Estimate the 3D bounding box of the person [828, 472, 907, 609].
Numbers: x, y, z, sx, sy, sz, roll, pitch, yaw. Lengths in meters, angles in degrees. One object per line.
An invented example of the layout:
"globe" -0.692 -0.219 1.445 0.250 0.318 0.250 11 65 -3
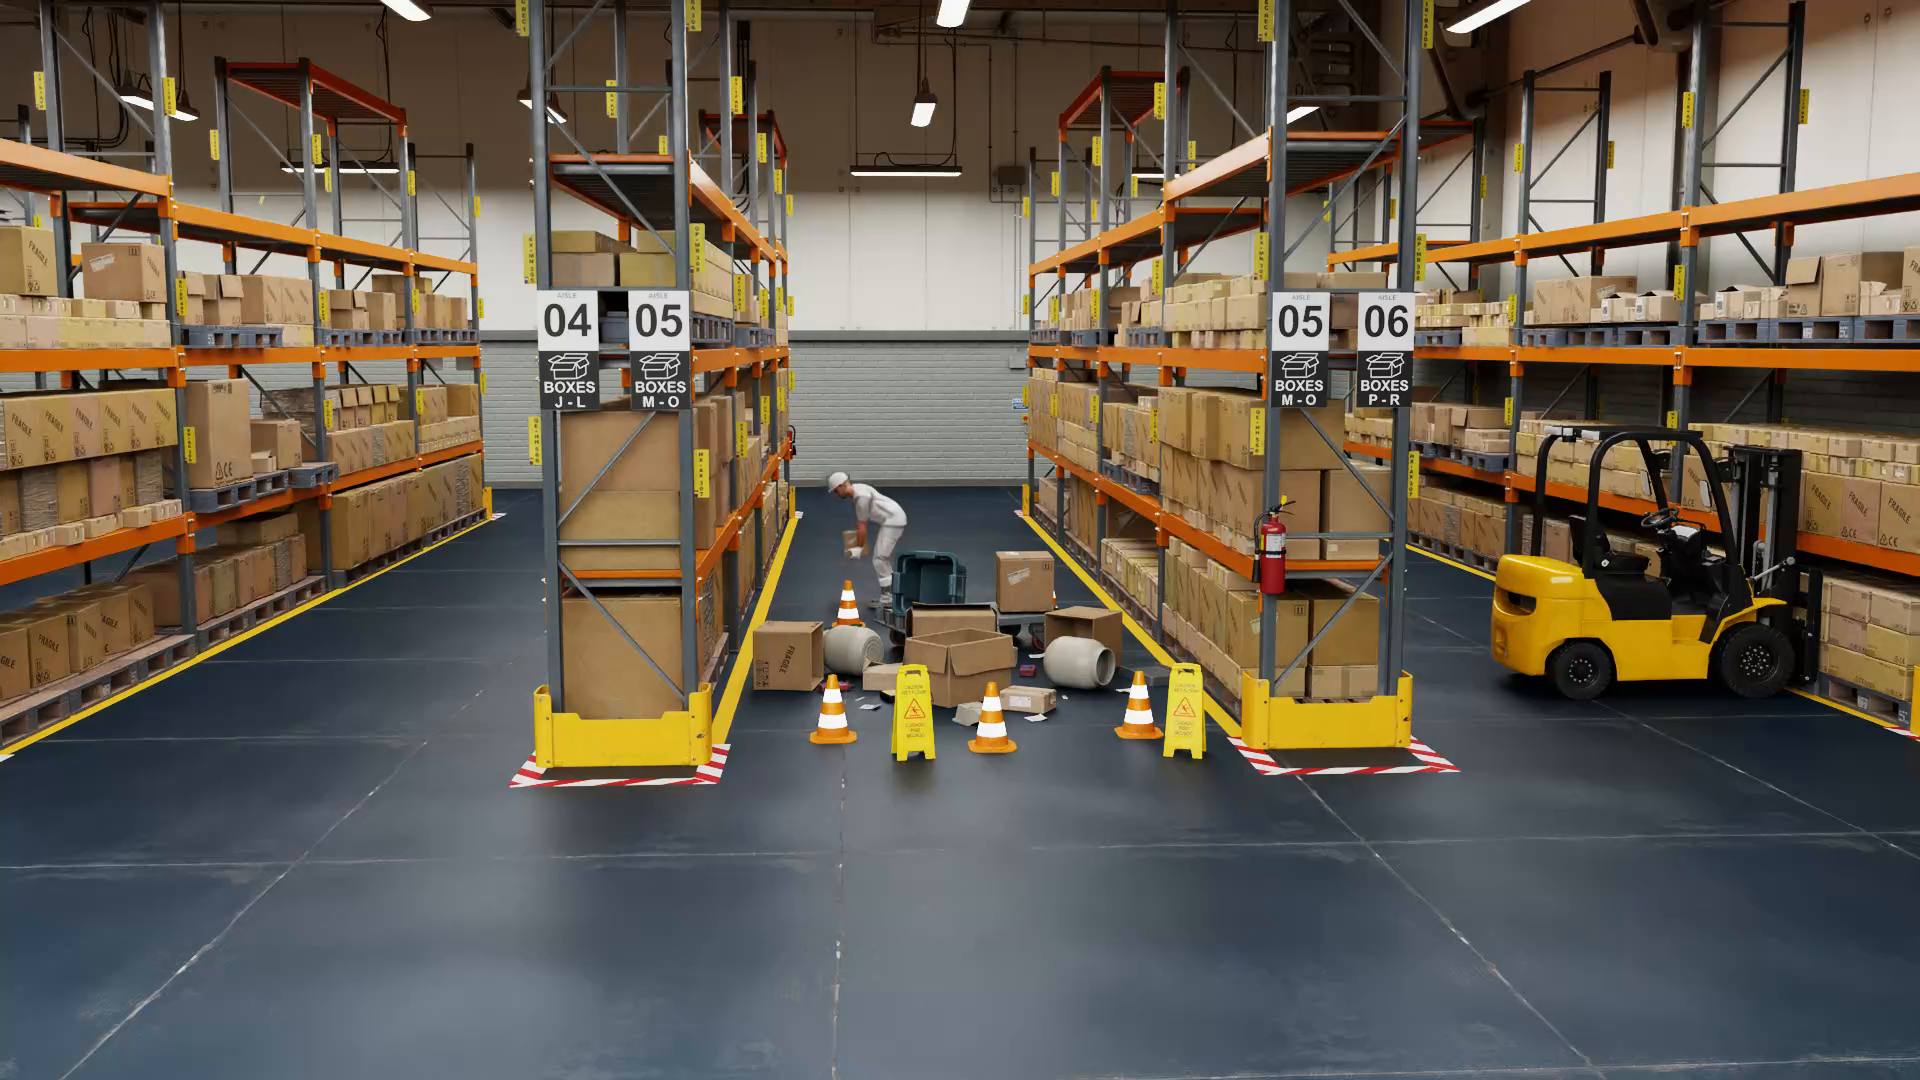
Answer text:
"person" -1.001 -0.004 17.999 0.858 1.472 0.484 -1 7 -5
